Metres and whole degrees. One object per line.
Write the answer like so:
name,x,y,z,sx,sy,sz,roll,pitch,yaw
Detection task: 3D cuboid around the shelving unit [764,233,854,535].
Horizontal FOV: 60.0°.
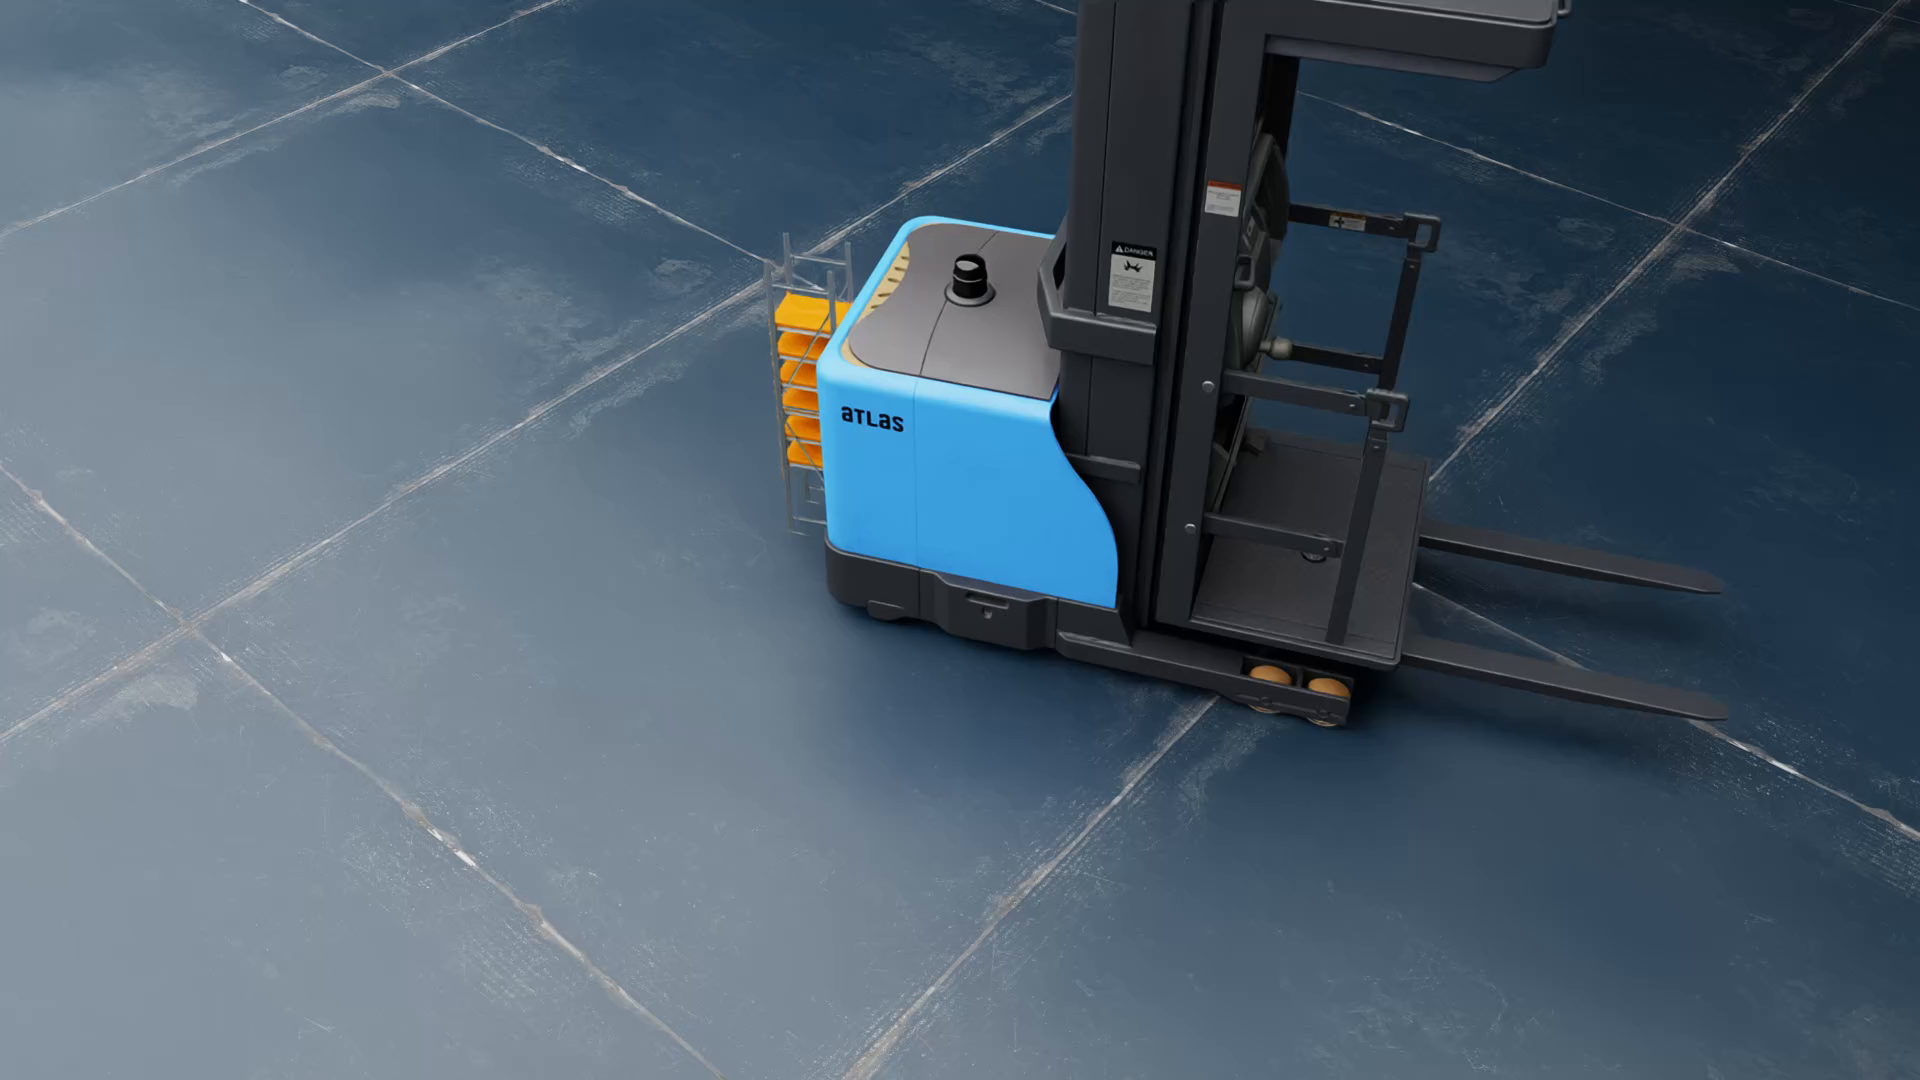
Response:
shelving unit,-0.506,-0.511,5.920,0.258,1.200,0.189,10,43,11

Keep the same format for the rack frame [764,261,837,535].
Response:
rack frame,-0.530,-0.451,5.854,0.240,1.200,0.006,10,43,11

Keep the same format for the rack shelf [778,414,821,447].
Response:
rack shelf,-0.506,-0.389,6.030,0.258,0.103,0.180,10,43,11

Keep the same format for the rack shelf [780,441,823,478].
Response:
rack shelf,-0.506,-0.300,6.111,0.258,0.103,0.180,10,43,11

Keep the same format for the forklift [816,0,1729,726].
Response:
forklift,1.099,-0.864,5.021,3.031,2.935,1.130,12,44,13

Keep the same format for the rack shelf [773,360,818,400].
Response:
rack shelf,-0.506,-0.566,5.869,0.258,0.103,0.180,10,43,11

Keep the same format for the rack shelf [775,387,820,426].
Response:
rack shelf,-0.506,-0.478,5.950,0.258,0.103,0.180,10,43,11

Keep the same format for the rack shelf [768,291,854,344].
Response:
rack shelf,-0.506,-0.744,5.707,0.258,0.103,0.180,10,43,11

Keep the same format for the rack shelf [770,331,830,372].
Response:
rack shelf,-0.506,-0.655,5.788,0.258,0.103,0.180,10,43,11

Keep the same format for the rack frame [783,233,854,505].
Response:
rack frame,-0.481,-0.570,5.985,0.240,1.200,0.006,10,43,11
